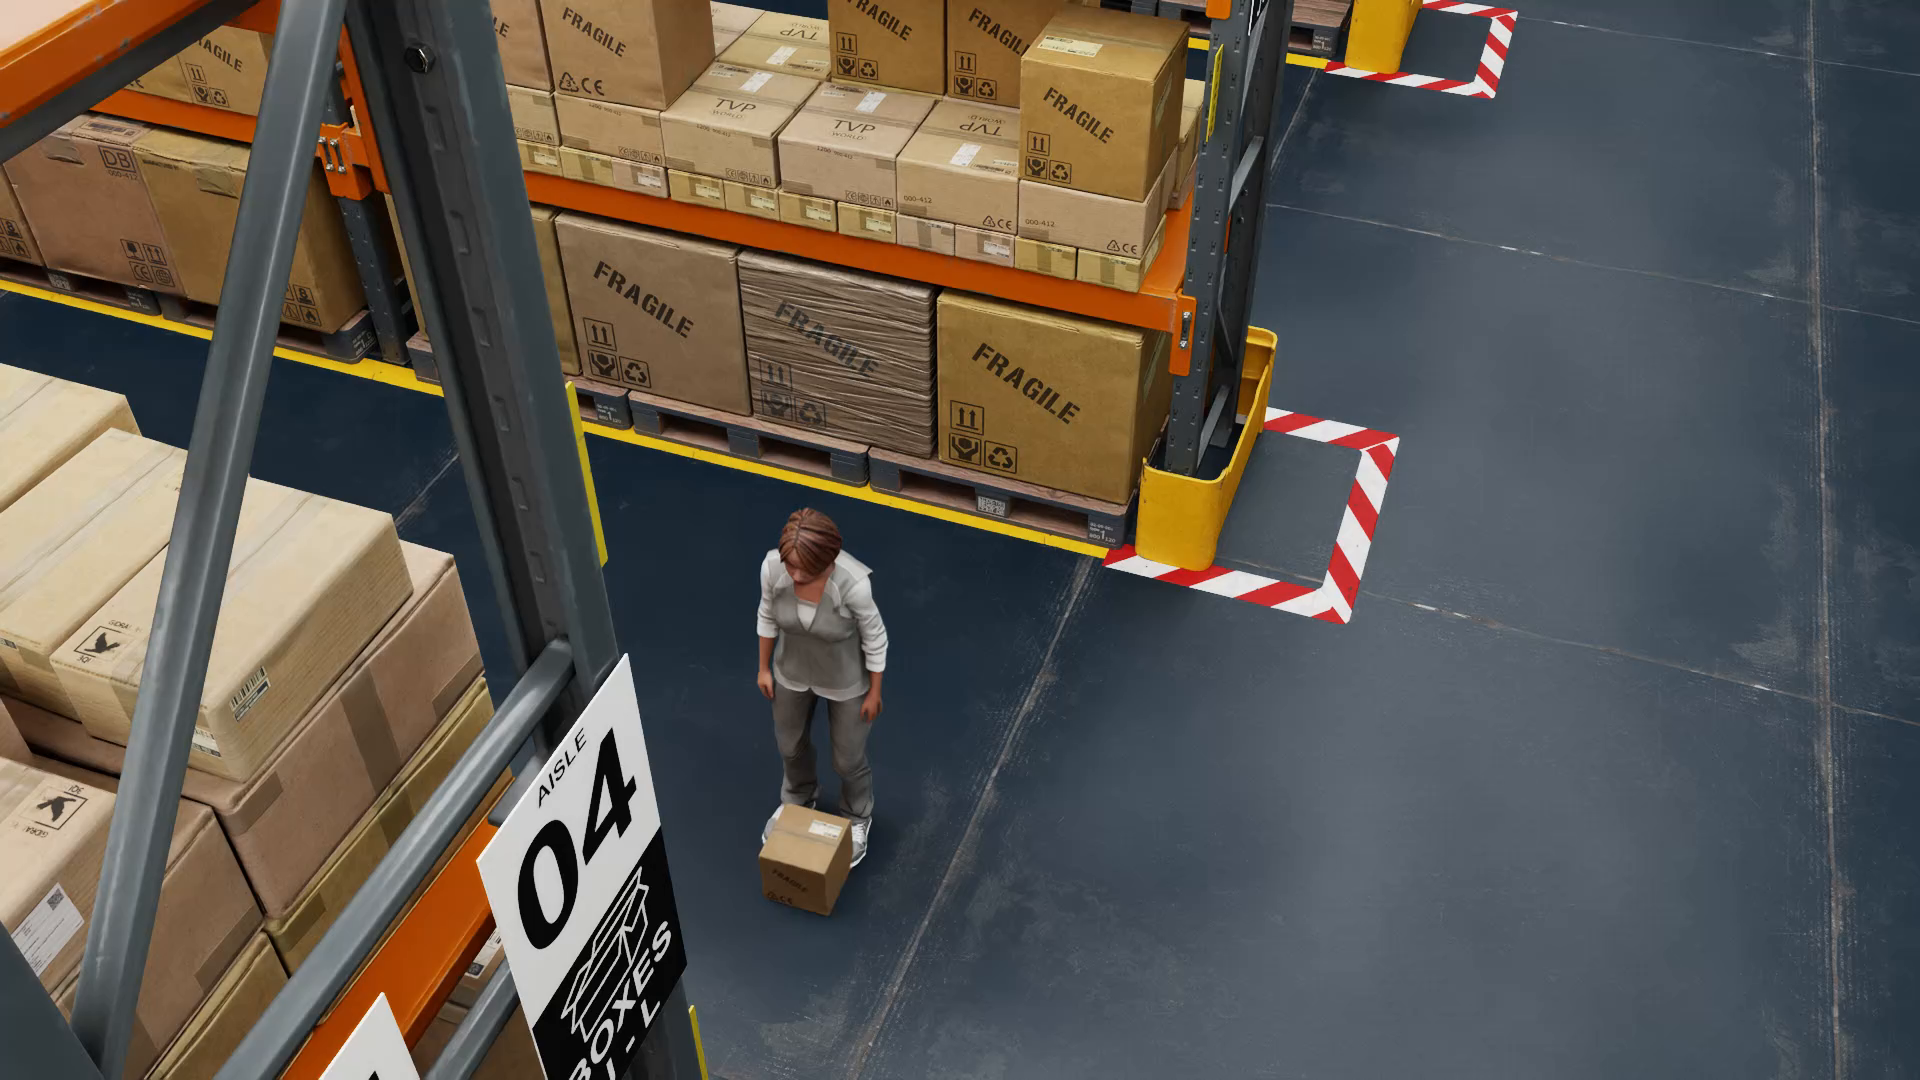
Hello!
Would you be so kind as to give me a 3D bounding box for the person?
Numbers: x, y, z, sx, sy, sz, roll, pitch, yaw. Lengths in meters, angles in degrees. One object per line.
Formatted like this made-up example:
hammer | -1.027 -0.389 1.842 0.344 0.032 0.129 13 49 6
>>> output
person | -0.471 0.572 5.714 0.467 1.352 0.326 12 43 13
